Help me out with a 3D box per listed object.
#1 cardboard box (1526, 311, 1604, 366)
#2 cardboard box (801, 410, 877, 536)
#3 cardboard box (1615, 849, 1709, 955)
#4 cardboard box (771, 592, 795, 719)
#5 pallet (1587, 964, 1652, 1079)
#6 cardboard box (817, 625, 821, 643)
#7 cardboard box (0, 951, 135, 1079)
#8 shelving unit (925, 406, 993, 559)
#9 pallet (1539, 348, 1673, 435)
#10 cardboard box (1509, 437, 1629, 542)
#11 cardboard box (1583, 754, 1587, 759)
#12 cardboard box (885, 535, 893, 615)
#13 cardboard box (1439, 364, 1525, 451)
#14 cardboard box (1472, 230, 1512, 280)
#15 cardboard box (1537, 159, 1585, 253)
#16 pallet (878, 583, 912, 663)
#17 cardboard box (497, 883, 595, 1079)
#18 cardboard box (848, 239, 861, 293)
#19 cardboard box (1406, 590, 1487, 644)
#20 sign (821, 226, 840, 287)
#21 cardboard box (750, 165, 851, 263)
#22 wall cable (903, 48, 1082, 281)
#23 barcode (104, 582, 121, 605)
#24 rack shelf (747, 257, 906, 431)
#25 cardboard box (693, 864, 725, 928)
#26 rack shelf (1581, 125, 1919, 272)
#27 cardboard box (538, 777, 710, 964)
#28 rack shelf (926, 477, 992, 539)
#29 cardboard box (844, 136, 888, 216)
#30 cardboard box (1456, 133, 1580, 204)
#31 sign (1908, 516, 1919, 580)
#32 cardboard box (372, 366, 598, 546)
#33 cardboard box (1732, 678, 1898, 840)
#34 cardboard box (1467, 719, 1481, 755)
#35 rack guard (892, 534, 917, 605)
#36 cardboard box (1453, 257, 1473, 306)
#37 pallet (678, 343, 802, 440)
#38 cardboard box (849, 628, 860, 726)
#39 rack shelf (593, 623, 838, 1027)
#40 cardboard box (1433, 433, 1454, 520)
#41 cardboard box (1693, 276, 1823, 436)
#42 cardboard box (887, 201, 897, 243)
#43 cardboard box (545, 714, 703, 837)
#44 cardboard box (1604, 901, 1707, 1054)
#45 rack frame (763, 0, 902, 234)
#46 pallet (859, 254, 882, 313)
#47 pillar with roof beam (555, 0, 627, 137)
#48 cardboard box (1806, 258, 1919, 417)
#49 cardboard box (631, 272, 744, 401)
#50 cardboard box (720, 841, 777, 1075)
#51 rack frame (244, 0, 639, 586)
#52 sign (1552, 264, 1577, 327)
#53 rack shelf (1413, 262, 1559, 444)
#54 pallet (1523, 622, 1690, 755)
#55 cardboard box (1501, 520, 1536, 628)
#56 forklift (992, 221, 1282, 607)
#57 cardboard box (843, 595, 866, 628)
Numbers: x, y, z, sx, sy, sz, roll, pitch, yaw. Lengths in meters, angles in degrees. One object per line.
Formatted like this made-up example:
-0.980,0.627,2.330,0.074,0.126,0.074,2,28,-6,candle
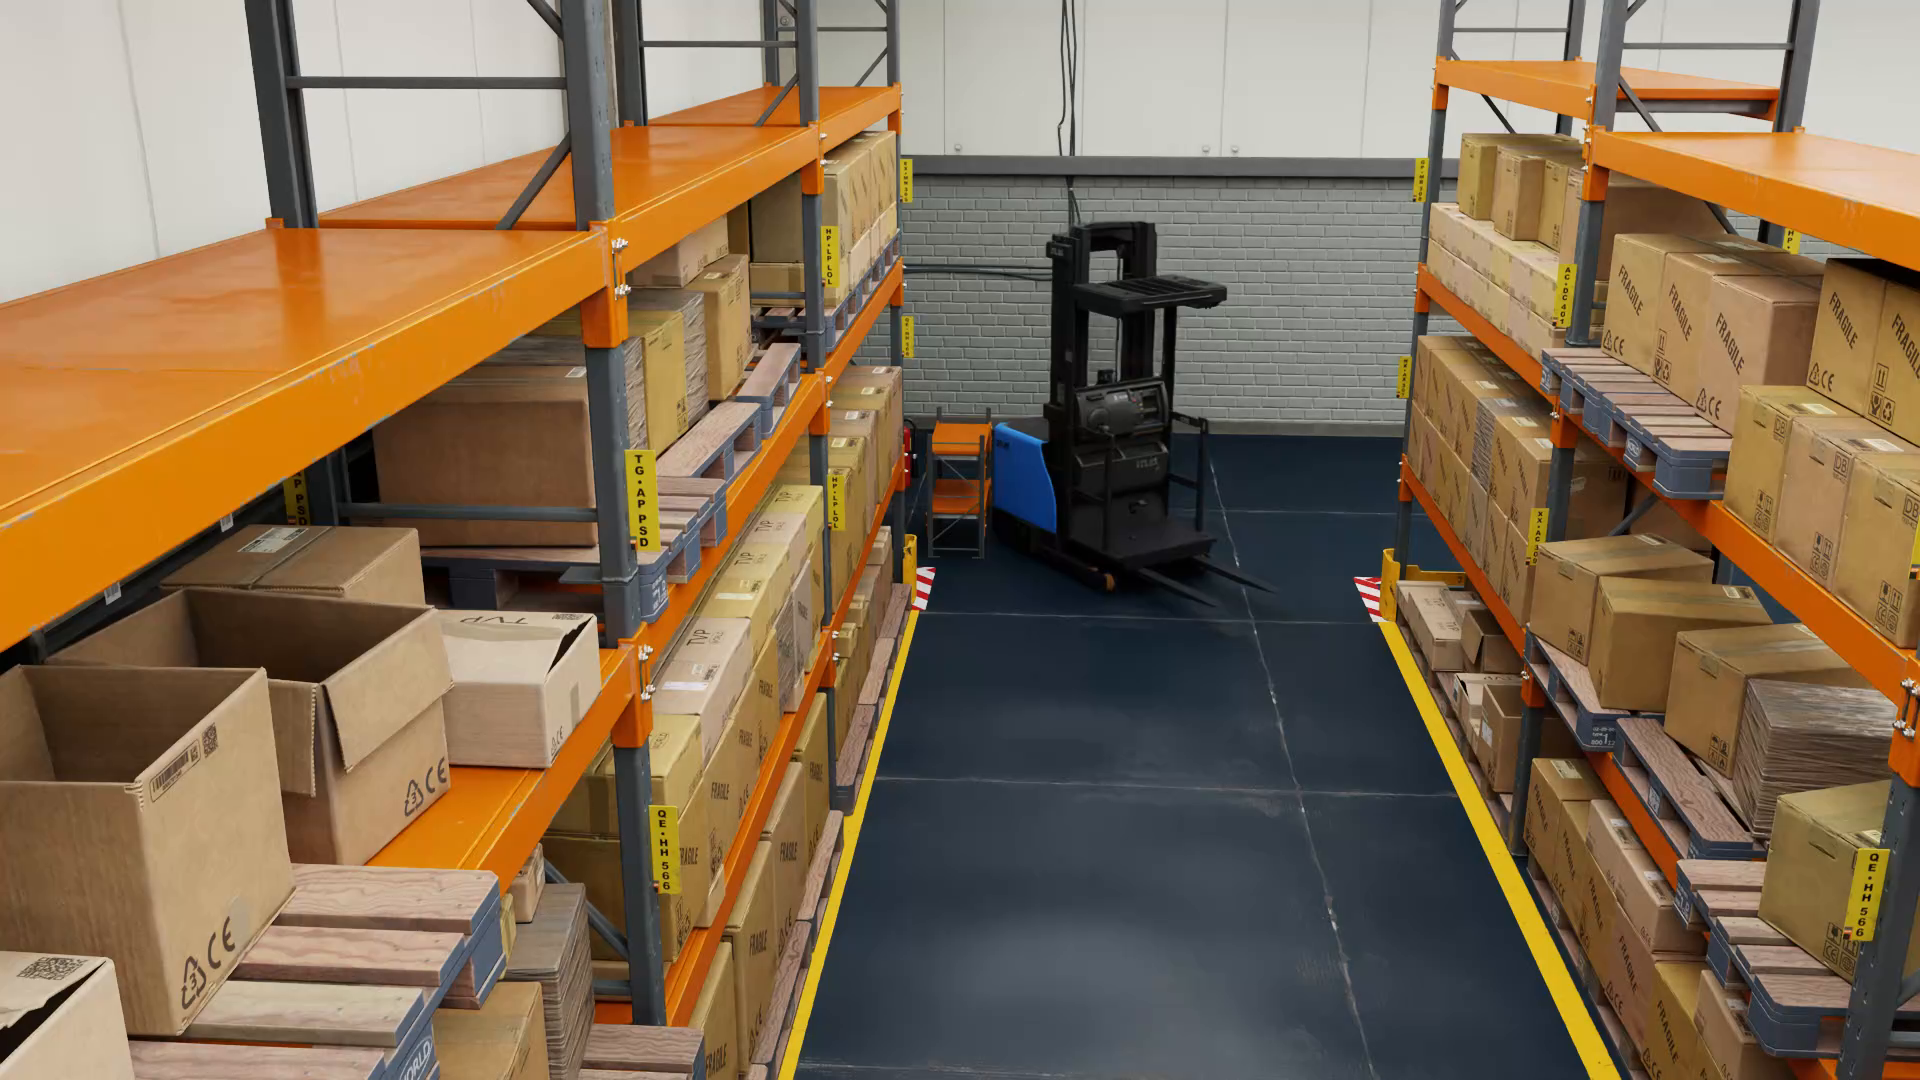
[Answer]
3.470,-1.106,9.233,0.500,0.250,0.500,1,18,4,cardboard box
-1.085,-0.468,11.380,0.980,0.700,0.700,0,18,1,cardboard box
3.316,1.638,7.537,0.500,0.250,0.500,1,18,3,cardboard box
-1.093,0.560,8.052,0.500,0.500,0.500,1,18,4,cardboard box
3.595,2.363,7.699,1.003,0.211,1.213,1,18,4,pallet
-0.982,0.516,9.228,0.380,0.149,0.250,1,18,4,cardboard box
-1.651,0.838,2.527,0.500,0.311,0.500,2,18,6,cardboard box
0.000,-0.537,15.081,0.538,1.125,1.048,1,18,4,shelving unit
3.584,-0.731,8.147,1.213,0.211,1.003,1,18,4,pallet
3.479,-0.281,9.524,0.500,0.500,0.500,1,18,4,cardboard box
3.947,1.348,9.931,0.500,0.311,0.500,1,18,4,cardboard box
-0.904,0.261,12.977,0.700,0.500,0.500,1,18,4,cardboard box
3.622,-0.911,11.445,0.500,0.500,0.500,2,18,5,cardboard box
3.579,-1.810,10.577,0.500,0.250,0.500,1,18,4,cardboard box
3.905,-2.003,9.962,0.700,0.500,0.500,1,18,4,cardboard box
-0.933,0.628,12.994,1.003,0.211,1.213,1,18,4,pallet
-1.551,1.427,5.210,0.700,0.500,0.500,-1,18,-3,cardboard box
-0.877,-1.673,10.126,0.500,0.250,0.500,1,18,3,cardboard box
3.630,0.578,12.379,0.500,0.250,0.500,1,18,4,cardboard box
-0.698,-1.516,8.908,0.100,0.325,0.005,1,18,4,sign
-0.910,-1.878,9.547,0.500,0.500,0.500,1,18,3,cardboard box
-0.192,-4.071,18.209,3.097,2.526,0.112,1,18,4,wall cable
-2.120,0.120,4.157,0.001,0.075,0.075,1,18,4,barcode
-1.097,-1.410,11.072,1.077,0.370,4.000,1,18,4,rack shelf
-1.142,1.392,6.557,0.380,0.149,0.250,2,18,6,cardboard box
3.557,-1.293,6.542,1.077,0.370,4.000,1,18,4,rack shelf
-1.237,1.194,6.118,0.500,0.500,0.500,2,18,6,cardboard box
0.000,-0.304,15.157,0.538,0.278,1.000,1,18,4,rack shelf
-0.781,-2.516,11.496,0.500,0.500,0.500,2,18,6,cardboard box
3.967,-2.626,11.863,0.700,0.500,0.500,1,18,4,cardboard box
2.873,-0.037,4.898,0.100,0.325,0.005,1,18,4,sign
-1.550,-0.294,5.644,0.700,0.500,0.500,0,18,0,cardboard box
3.603,0.922,6.784,0.700,0.500,0.500,5,19,14,cardboard box
3.426,1.249,10.492,0.380,0.149,0.250,1,18,4,cardboard box
-0.952,0.233,13.735,1.175,0.500,0.348,1,18,4,rack guard
3.614,-1.728,11.129,0.500,0.250,0.500,1,18,4,cardboard box
-1.257,-0.753,8.222,0.805,0.209,1.217,1,18,2,pallet
-1.045,0.898,11.033,0.700,0.500,0.500,1,18,3,cardboard box
-1.384,1.258,7.748,1.077,0.370,4.000,1,18,4,rack shelf
3.622,-0.437,11.606,0.500,0.500,0.500,1,18,4,cardboard box
3.498,-0.746,6.897,0.600,0.600,0.600,1,18,2,cardboard box
-0.741,-2.315,12.086,0.500,0.250,0.500,2,18,6,cardboard box
-1.235,0.839,5.999,0.500,0.250,0.500,2,18,5,cardboard box
3.316,2.006,7.618,0.500,0.500,0.500,1,18,2,cardboard box
-0.954,-3.798,12.389,1.000,3.000,0.127,1,18,4,rack frame
-1.081,-1.720,11.007,1.003,0.211,1.213,1,18,4,pallet
2.241,-2.696,9.027,9.100,9.000,0.400,1,18,4,pillar with roof beam
3.525,-0.753,6.148,0.500,0.500,0.500,1,18,4,cardboard box
-1.388,-0.942,7.622,0.700,0.500,0.500,1,18,3,cardboard box
-1.274,1.862,7.528,0.750,0.750,0.750,1,18,4,cardboard box
-1.527,-1.313,4.806,1.000,3.000,0.127,1,18,4,rack frame
3.159,-1.276,8.680,0.100,0.325,0.005,1,18,4,sign
3.844,-1.300,10.739,1.077,0.370,4.000,1,18,4,rack shelf
3.535,0.742,8.478,1.003,0.211,1.213,1,18,4,pallet
3.481,0.196,9.674,0.500,0.500,0.500,2,18,5,cardboard box
1.494,-1.116,13.950,1.130,2.935,3.031,-11,21,-30,forklift
-0.841,0.481,11.263,0.380,0.149,0.250,1,18,2,cardboard box
